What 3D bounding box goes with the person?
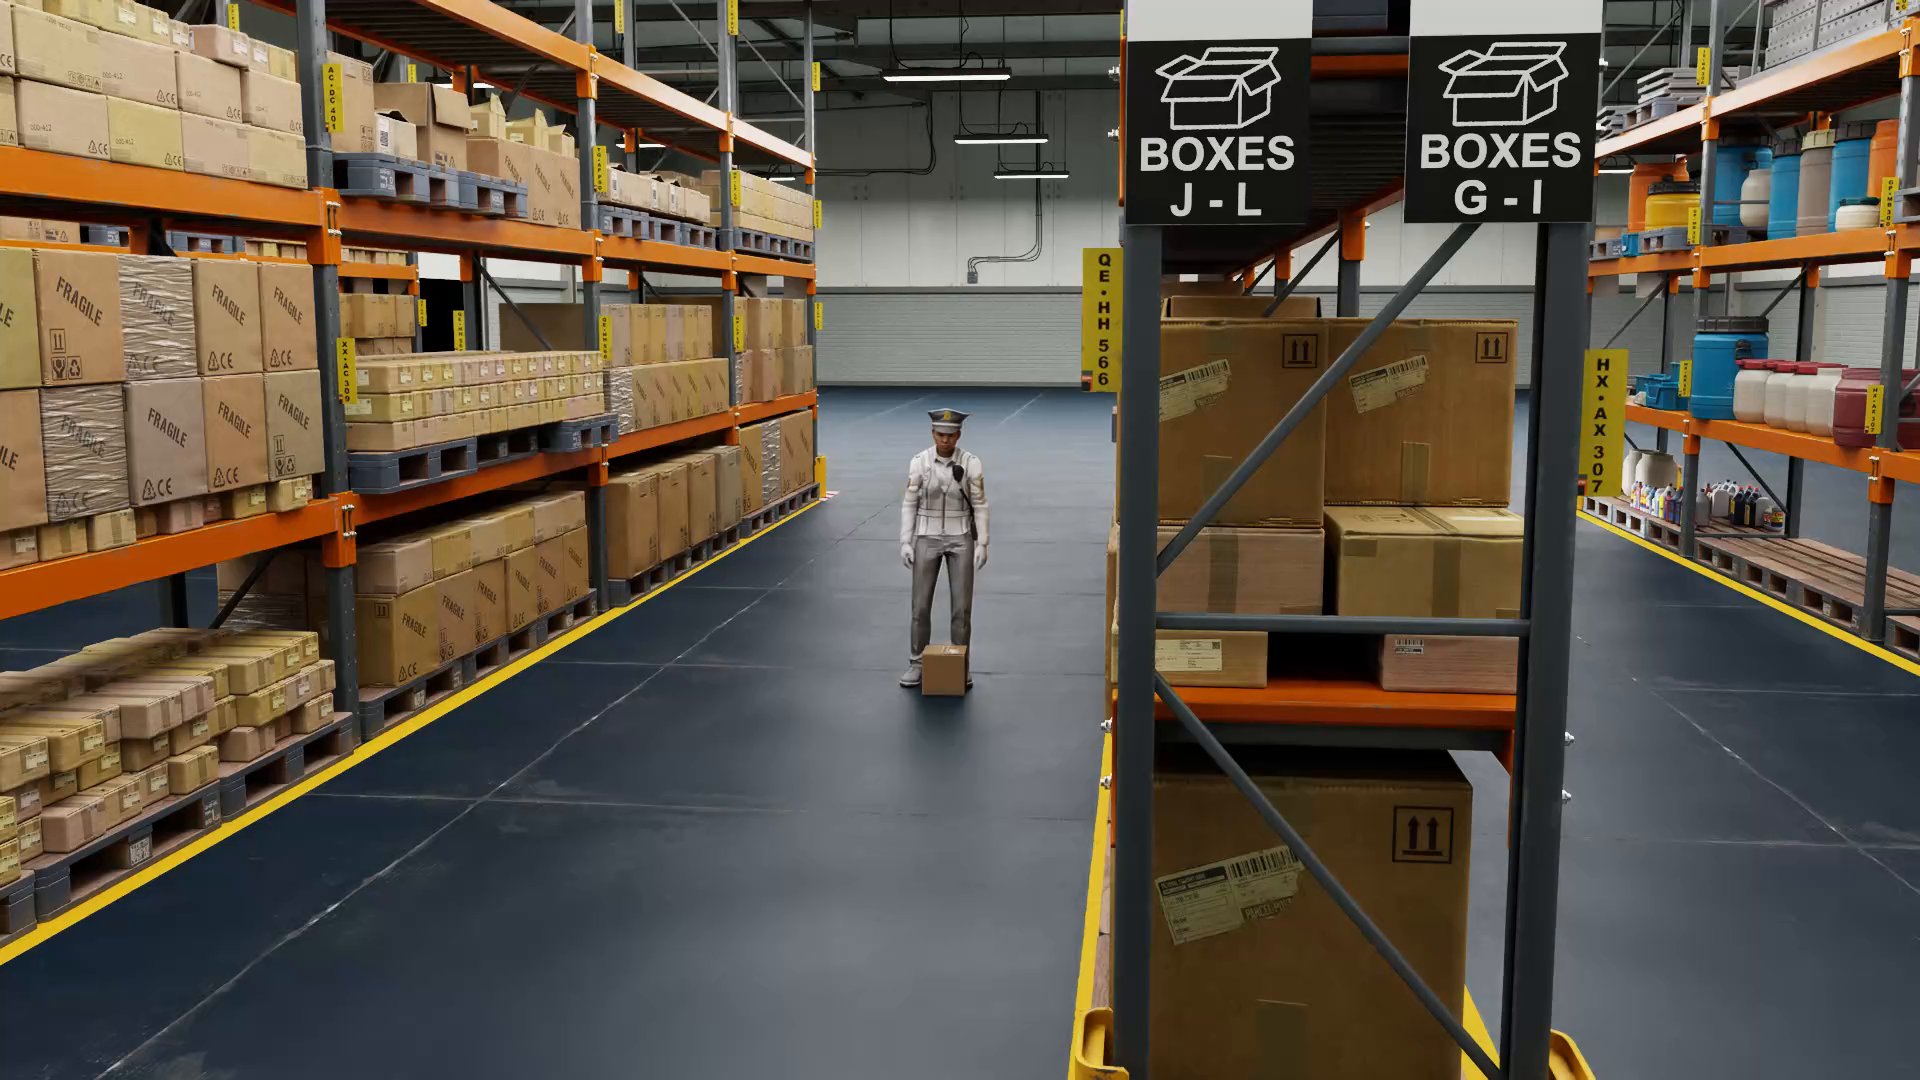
[{"bbox_3d":[-0.091,0.040,9.992,0.539,1.663,0.377,0,8,4],"label":"person"}]
